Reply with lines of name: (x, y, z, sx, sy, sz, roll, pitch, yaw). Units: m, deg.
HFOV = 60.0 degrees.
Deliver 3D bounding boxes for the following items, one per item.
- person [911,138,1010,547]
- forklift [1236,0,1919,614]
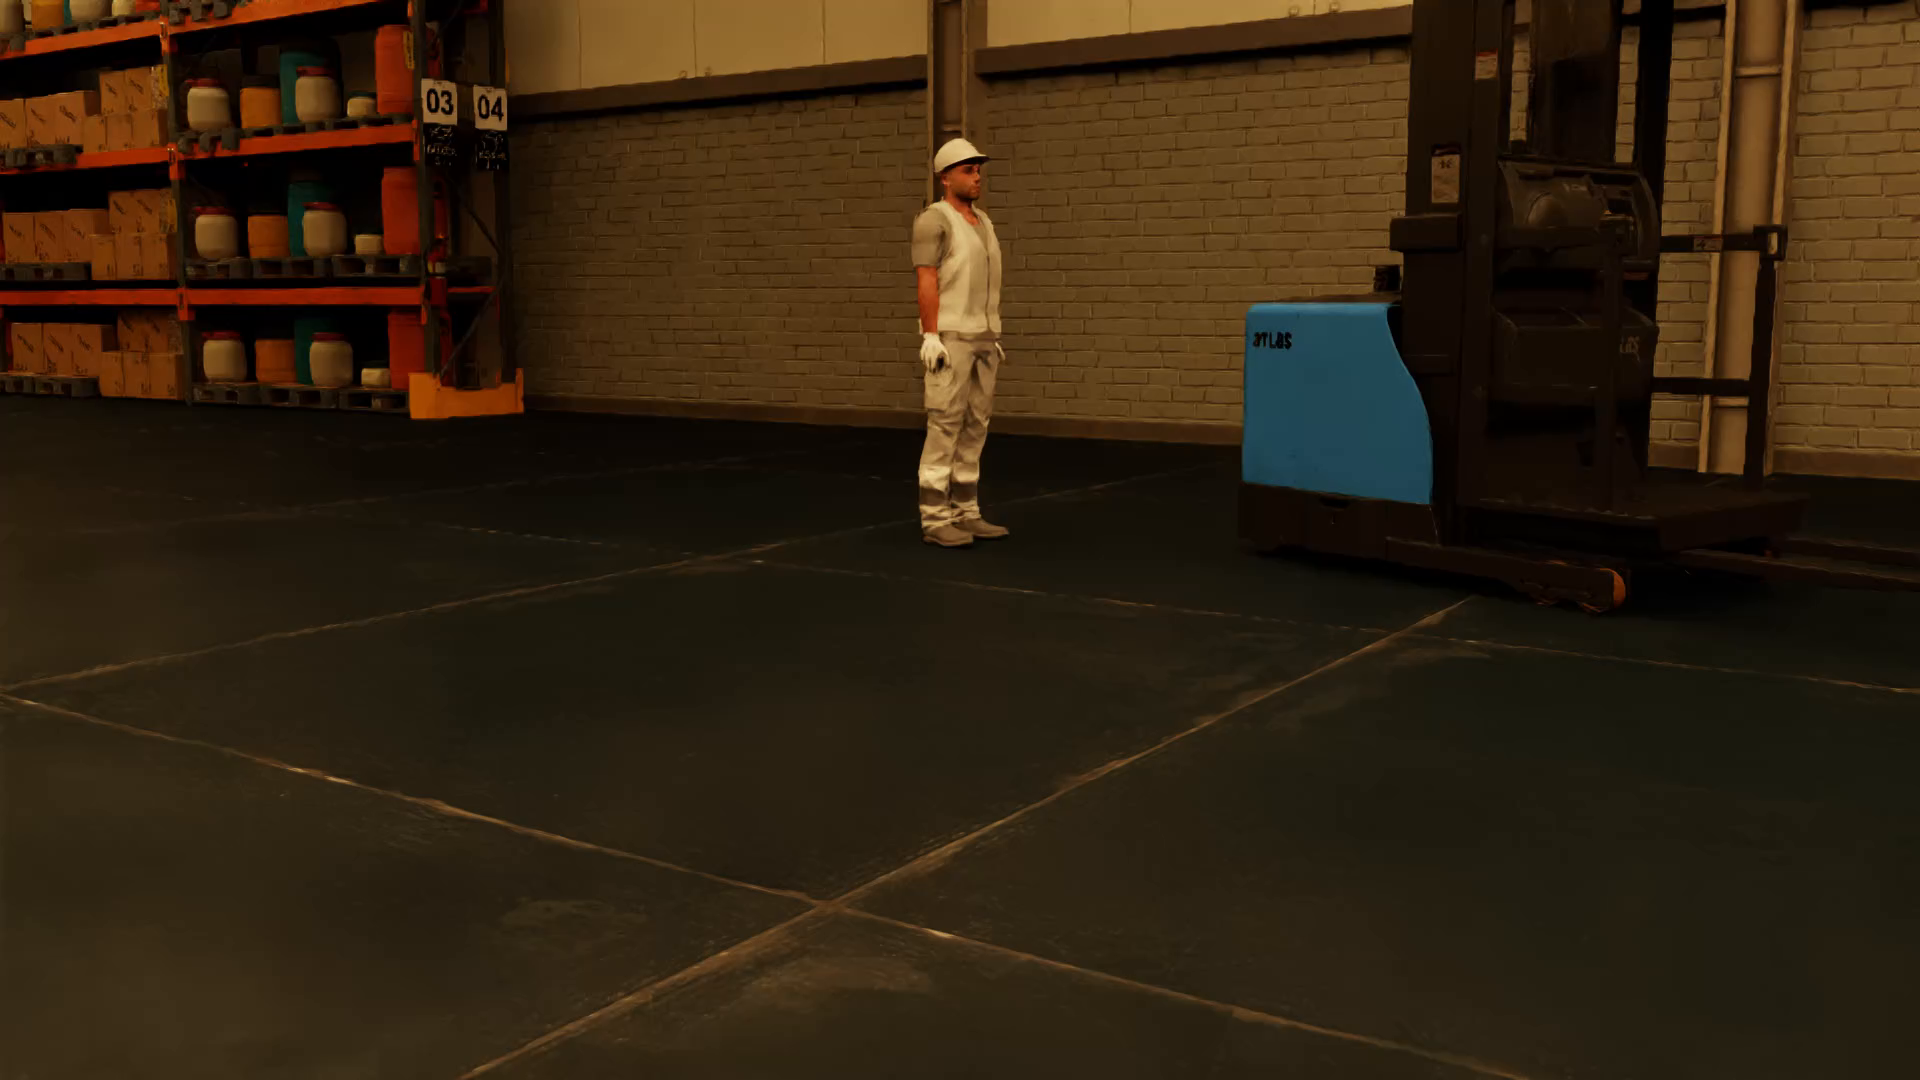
person: (0.018, -0.885, 7.467, 0.349, 1.795, 0.540, 5, 10, 34)
forklift: (2.472, -1.270, 6.126, 1.130, 2.935, 3.031, -6, 10, -36)
